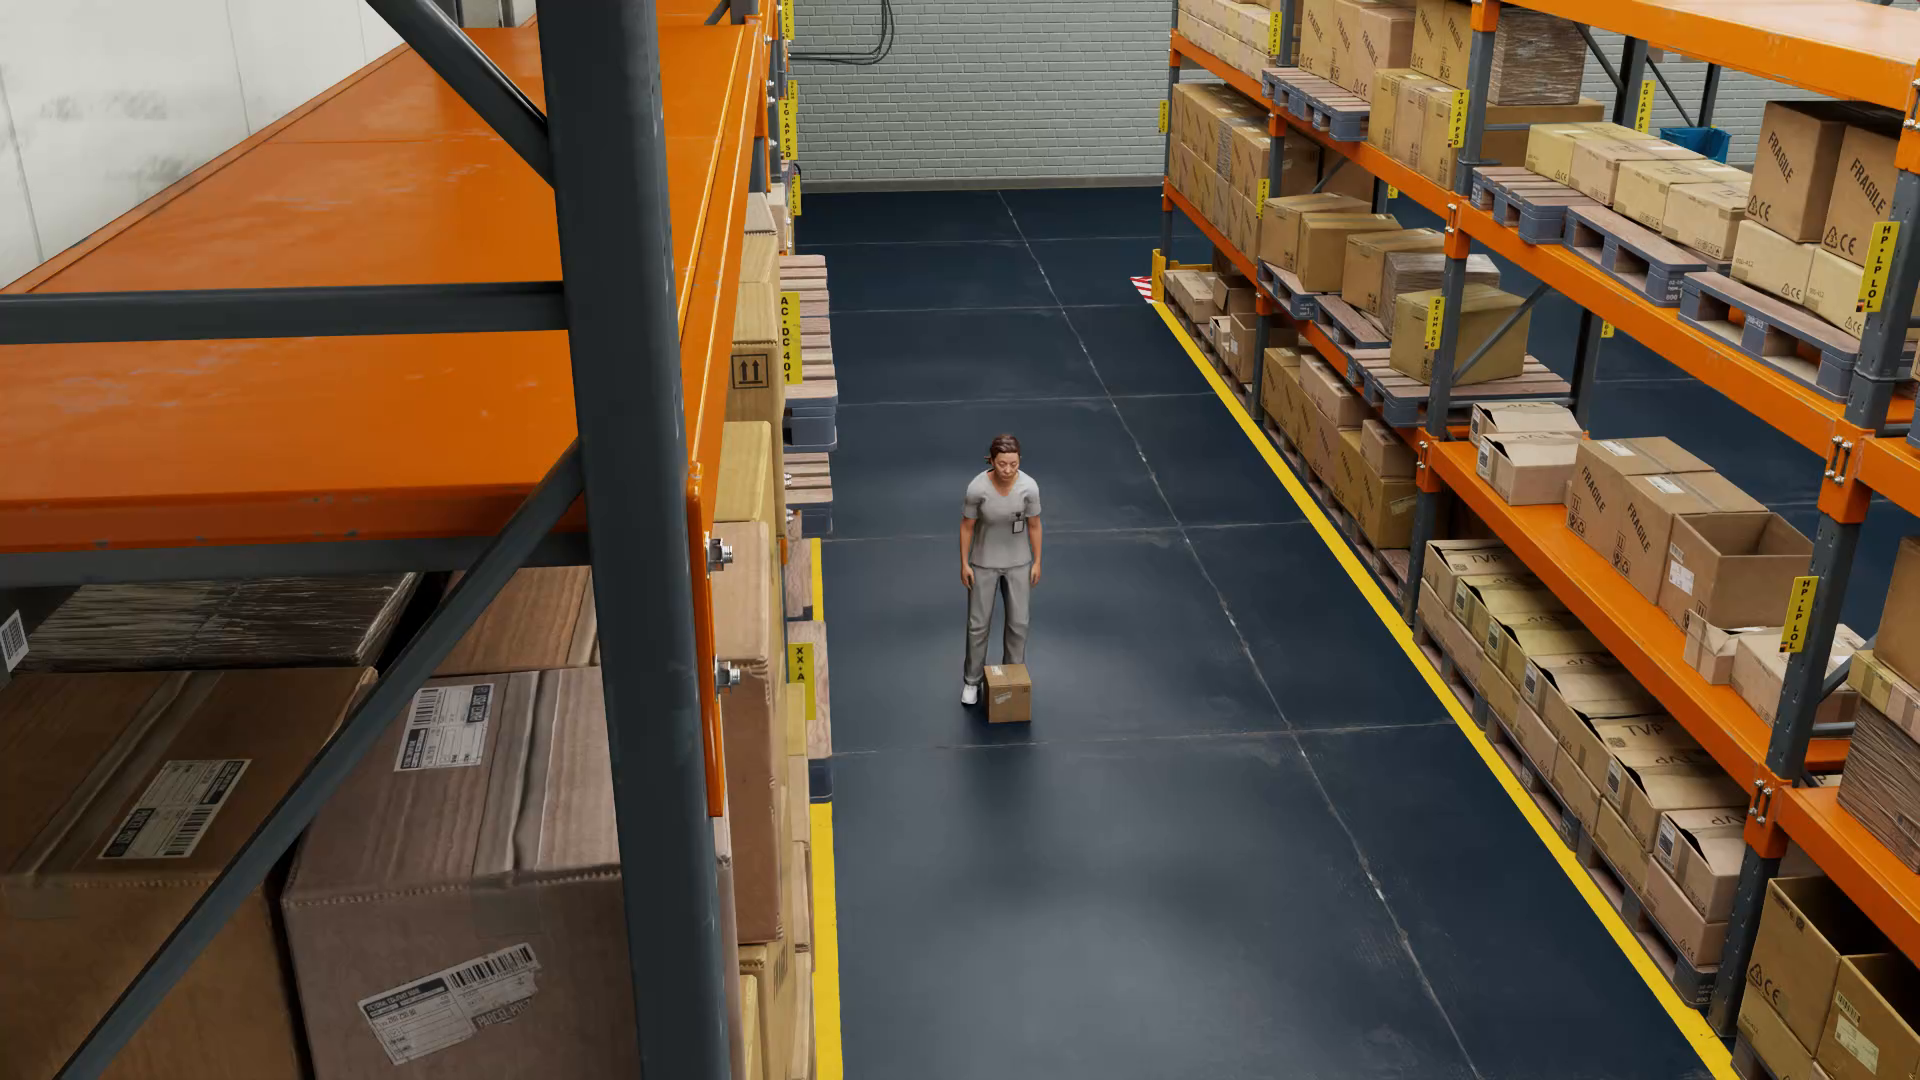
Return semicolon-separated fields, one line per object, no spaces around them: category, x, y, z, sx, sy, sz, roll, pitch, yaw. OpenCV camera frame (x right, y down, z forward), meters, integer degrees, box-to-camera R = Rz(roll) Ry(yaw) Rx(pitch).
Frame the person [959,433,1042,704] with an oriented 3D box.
person;0.242;0.164;9.730;0.486;1.673;0.404;-2;24;-5
